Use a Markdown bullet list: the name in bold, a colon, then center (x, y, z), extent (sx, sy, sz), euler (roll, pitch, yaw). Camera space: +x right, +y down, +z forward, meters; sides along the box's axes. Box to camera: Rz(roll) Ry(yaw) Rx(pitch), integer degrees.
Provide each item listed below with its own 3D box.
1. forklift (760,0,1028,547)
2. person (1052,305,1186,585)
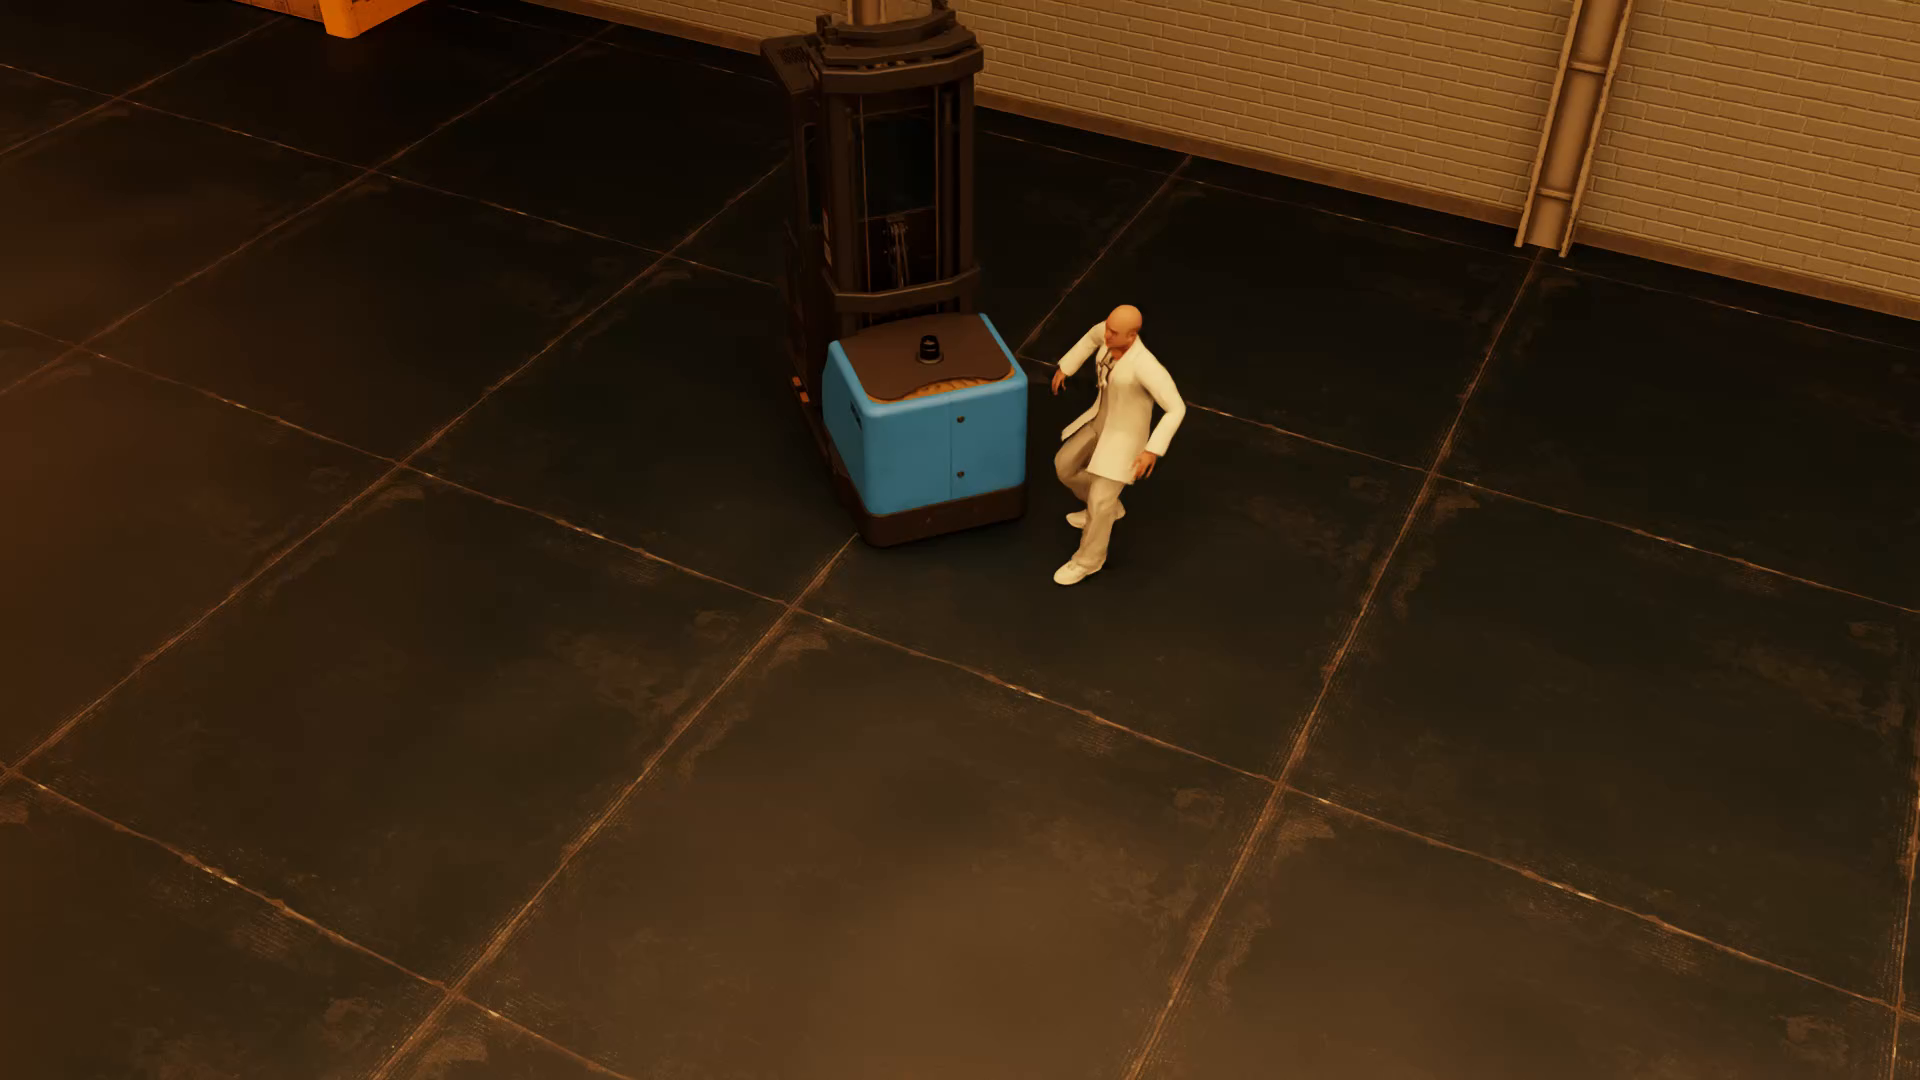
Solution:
- **forklift**: center (-0.544, -2.038, 10.406), extent (1.130, 2.935, 3.031), euler (-13, 42, -15)
- **person**: center (0.783, -0.604, 9.683), extent (0.716, 1.704, 1.027), euler (-16, 43, -18)
